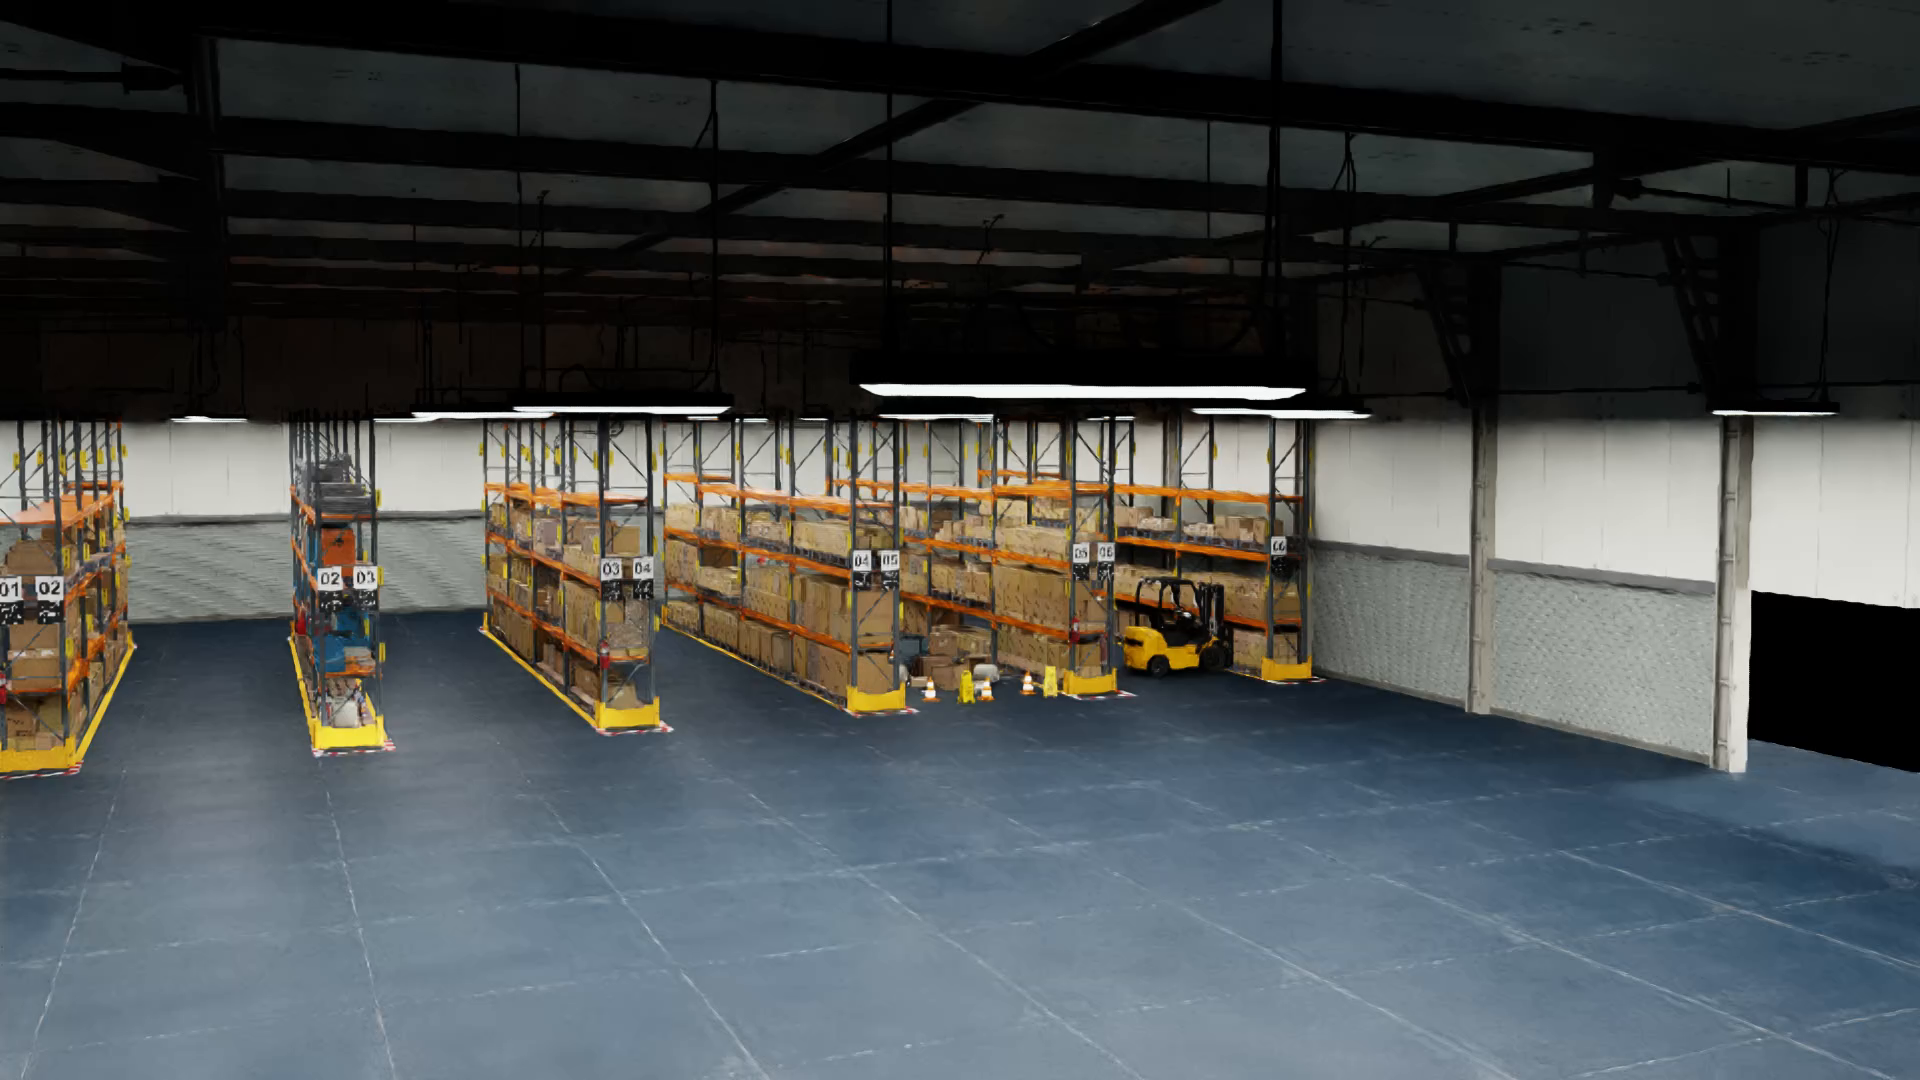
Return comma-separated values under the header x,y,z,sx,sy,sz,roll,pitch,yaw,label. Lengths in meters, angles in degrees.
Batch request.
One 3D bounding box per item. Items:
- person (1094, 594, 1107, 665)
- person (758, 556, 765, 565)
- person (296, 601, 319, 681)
x,y,z,sx,sy,sz,roll,pitch,yaw,label
3.268,2.106,39.502,0.569,1.668,0.560,0,4,7,person
-5.849,1.375,49.392,0.540,1.792,0.663,-3,5,-40,person
-14.009,2.165,35.764,0.589,1.709,0.455,3,5,35,person
